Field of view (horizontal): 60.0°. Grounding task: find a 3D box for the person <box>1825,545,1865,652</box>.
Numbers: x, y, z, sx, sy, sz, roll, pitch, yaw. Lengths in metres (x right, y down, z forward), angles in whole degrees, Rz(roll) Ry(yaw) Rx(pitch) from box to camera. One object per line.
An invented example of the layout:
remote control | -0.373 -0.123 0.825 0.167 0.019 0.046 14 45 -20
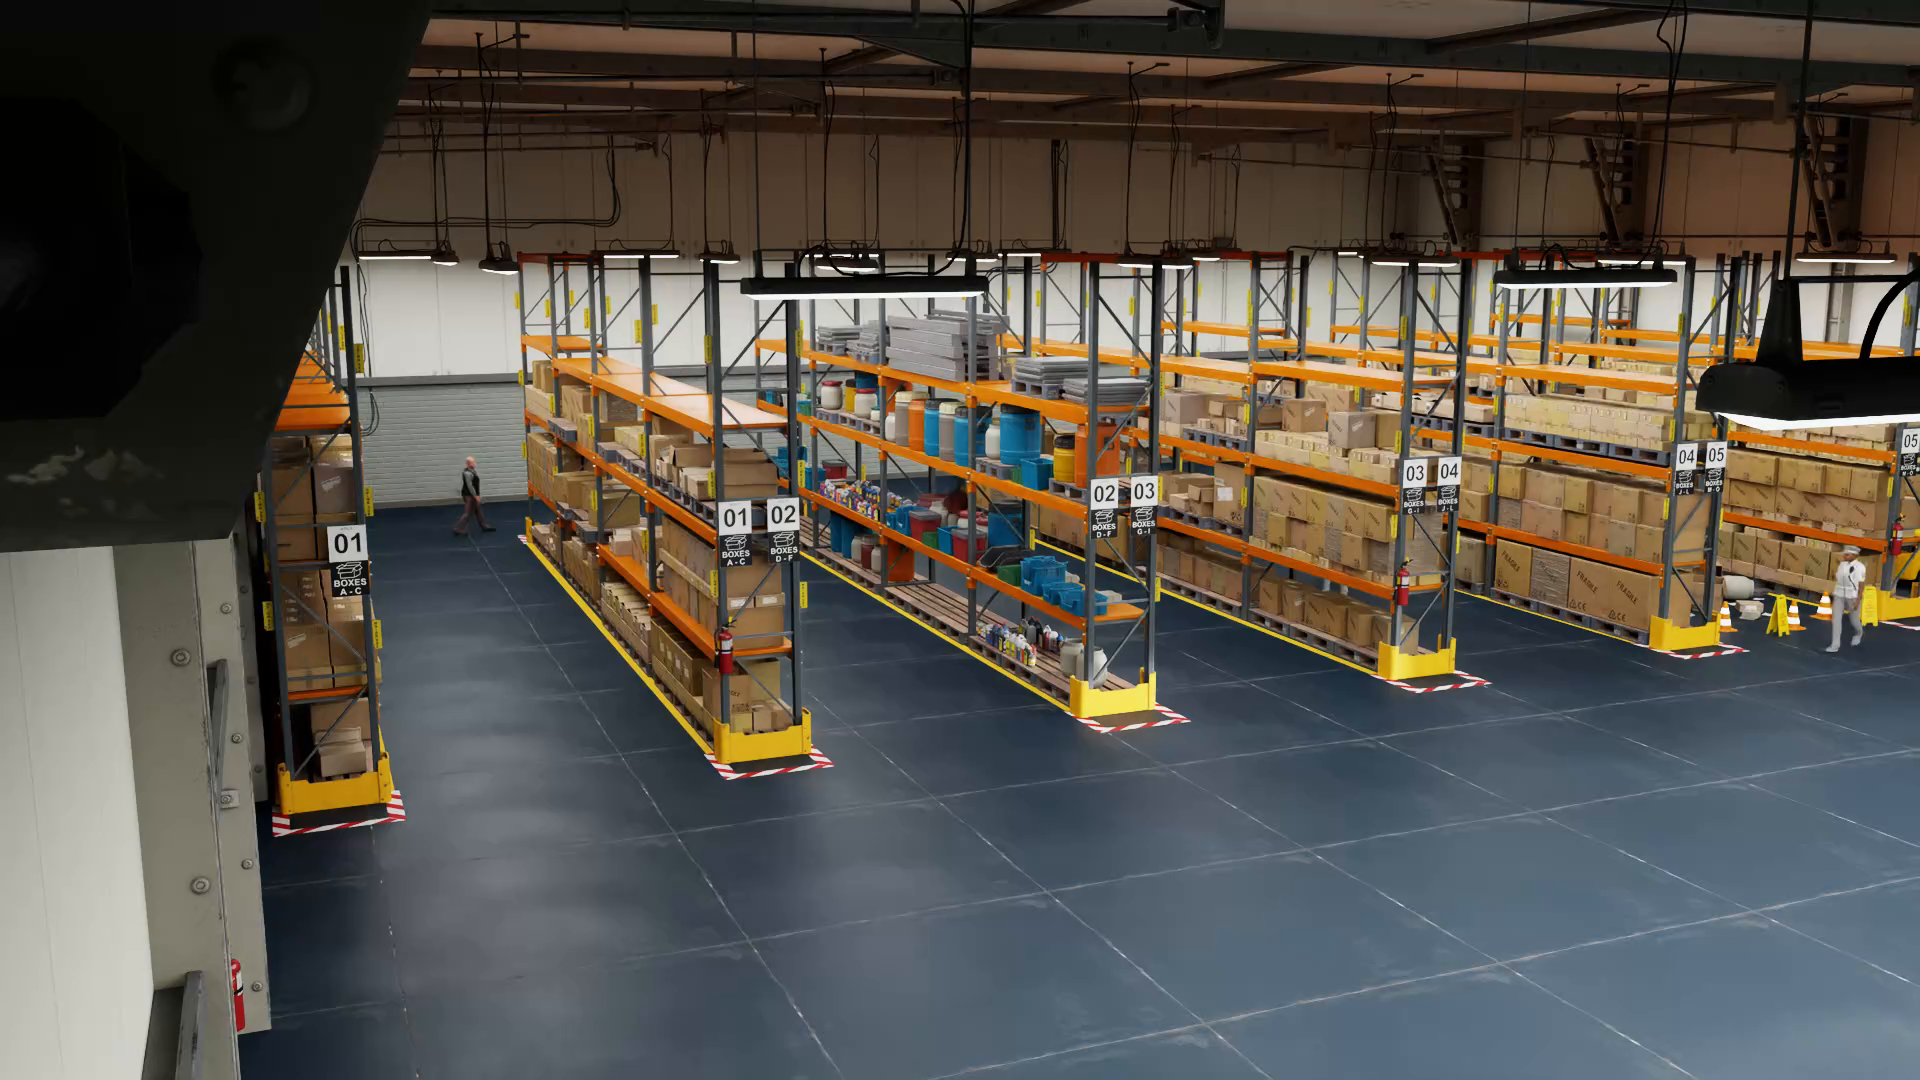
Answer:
person | 13.672 0.884 25.581 0.433 1.653 0.825 10 14 43

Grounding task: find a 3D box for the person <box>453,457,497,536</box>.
person | -10.373 -0.951 35.456 1.003 1.667 0.609 -8 13 -37

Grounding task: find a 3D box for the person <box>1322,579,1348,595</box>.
person | 6.599 0.231 29.143 0.504 1.669 0.435 7 13 35
